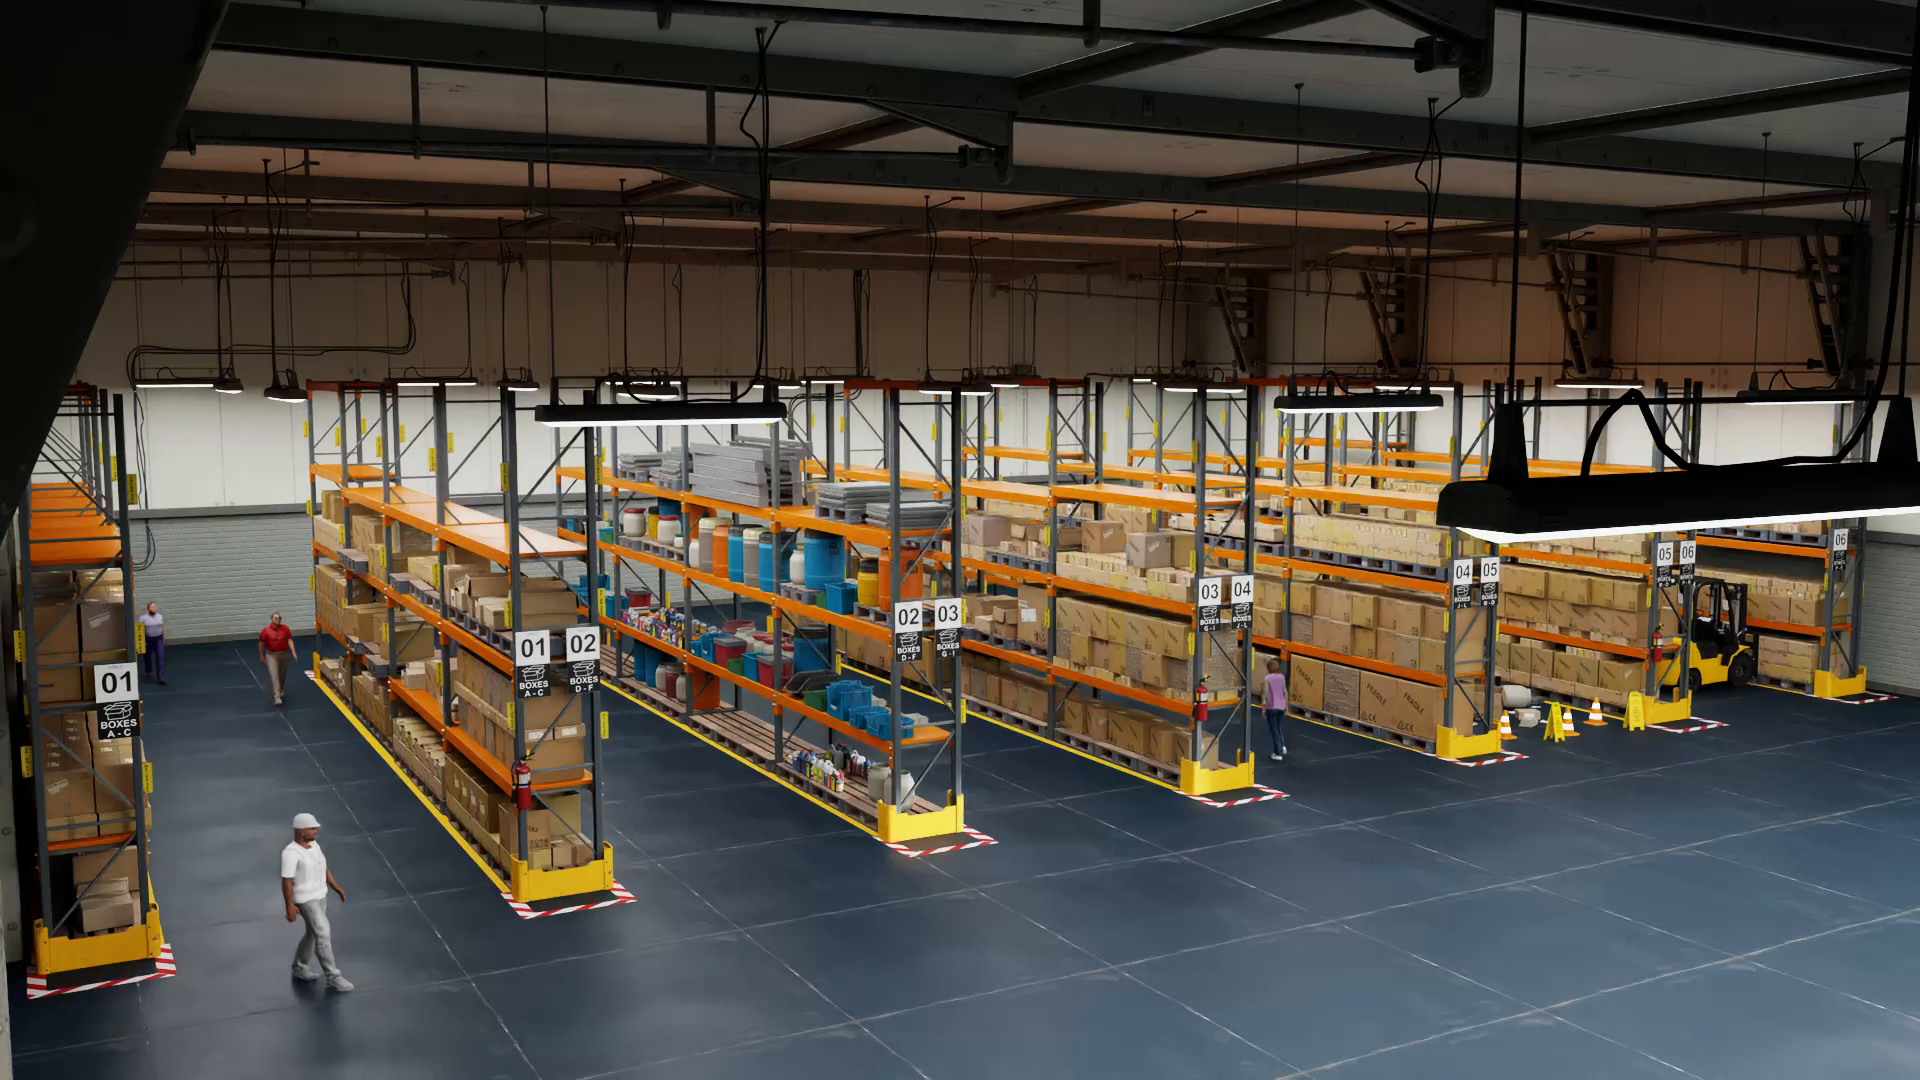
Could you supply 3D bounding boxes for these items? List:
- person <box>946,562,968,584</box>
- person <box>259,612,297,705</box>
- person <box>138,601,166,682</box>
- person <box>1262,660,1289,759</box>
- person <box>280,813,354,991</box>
[{"bbox_3d":[-0.097,1.007,41.889,1.046,1.752,0.525,-5,8,-41],"label":"person"},{"bbox_3d":[-12.751,2.178,31.093,0.633,1.663,1.067,-4,7,-32],"label":"person"},{"bbox_3d":[-16.090,2.019,33.096,0.468,1.572,1.053,-4,7,-30],"label":"person"},{"bbox_3d":[5.034,2.706,26.584,0.448,1.584,0.468,-2,6,-19],"label":"person"},{"bbox_3d":[-6.518,3.670,16.974,0.792,1.771,0.597,1,6,7],"label":"person"}]
